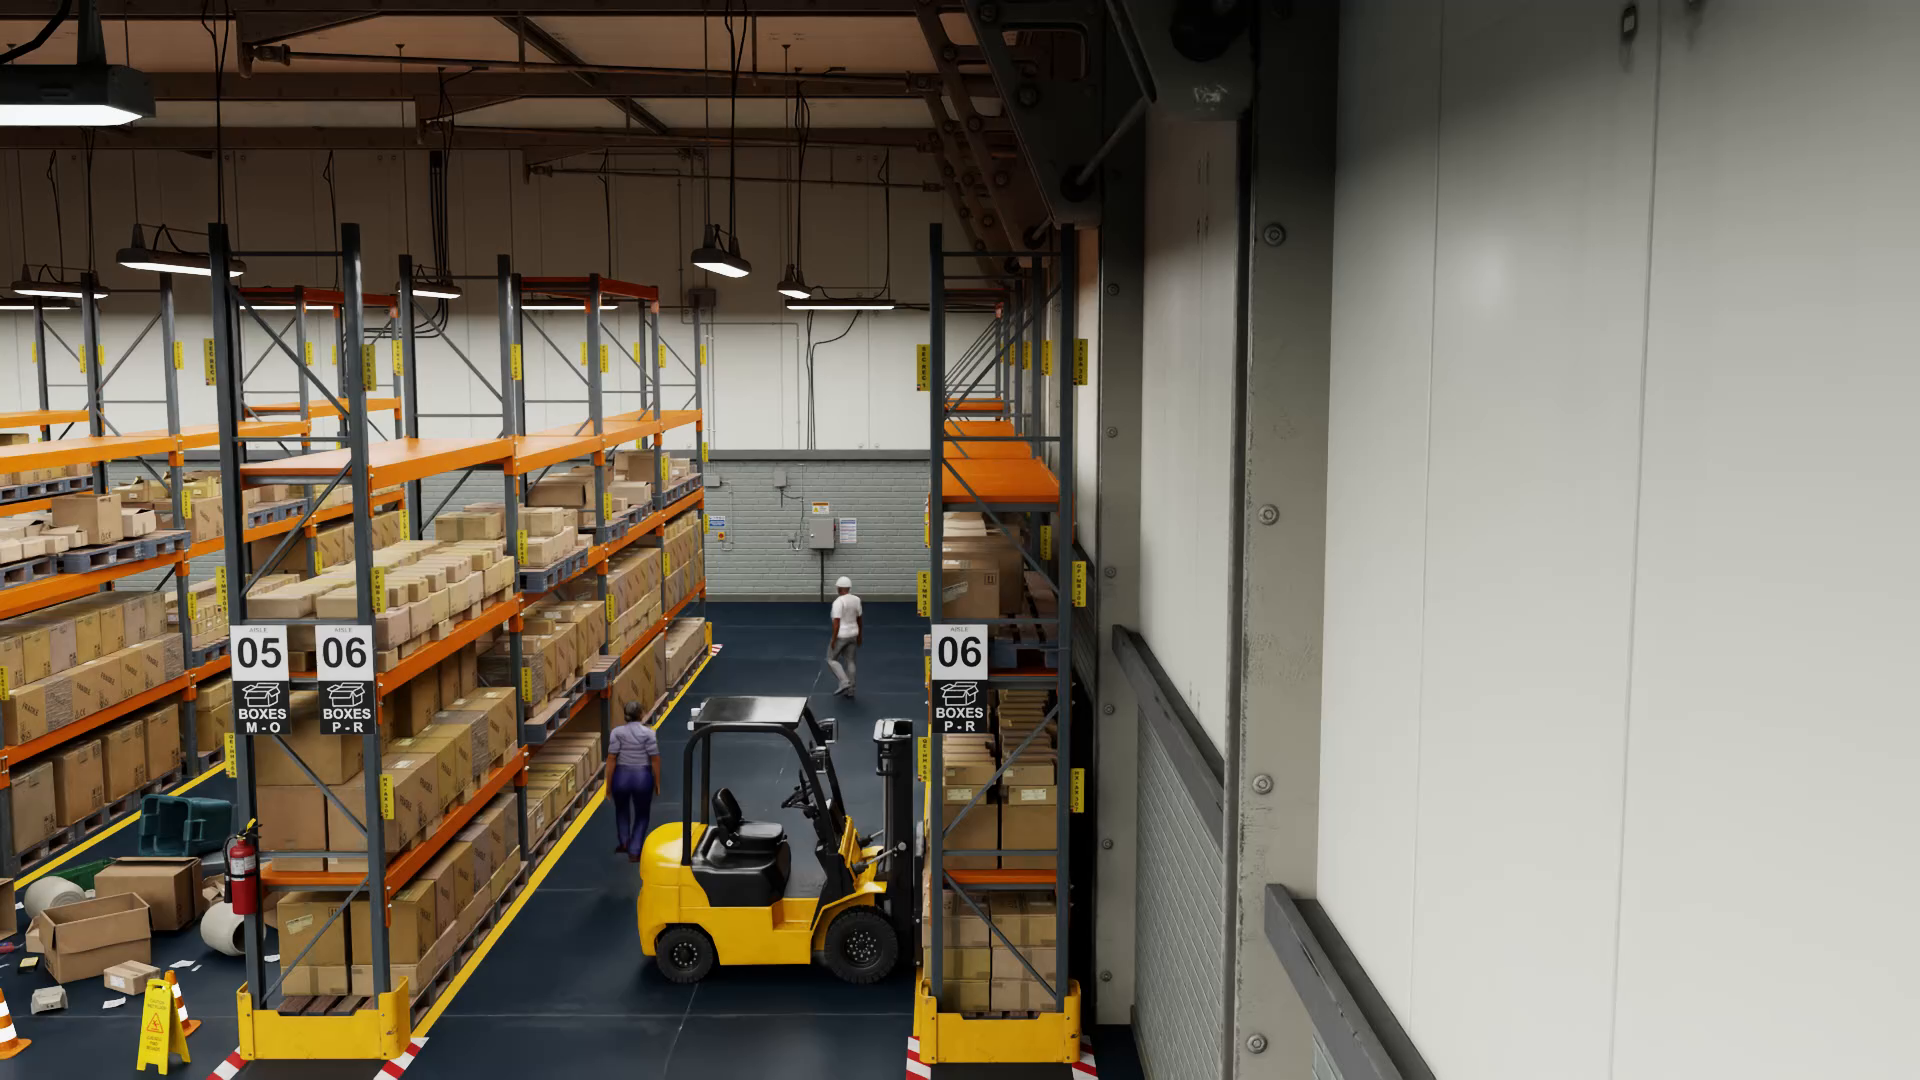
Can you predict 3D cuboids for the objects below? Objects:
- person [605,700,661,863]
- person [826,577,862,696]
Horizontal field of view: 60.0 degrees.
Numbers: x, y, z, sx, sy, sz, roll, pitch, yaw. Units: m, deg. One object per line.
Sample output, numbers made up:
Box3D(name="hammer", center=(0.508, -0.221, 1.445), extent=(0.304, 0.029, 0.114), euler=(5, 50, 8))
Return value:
Box3D(name="person", center=(-3.126, 2.313, 15.937), extent=(0.518, 1.571, 0.666), euler=(0, 7, -3))
Box3D(name="person", center=(-1.675, 1.428, 24.569), extent=(0.465, 1.766, 0.618), euler=(6, 9, 42))
